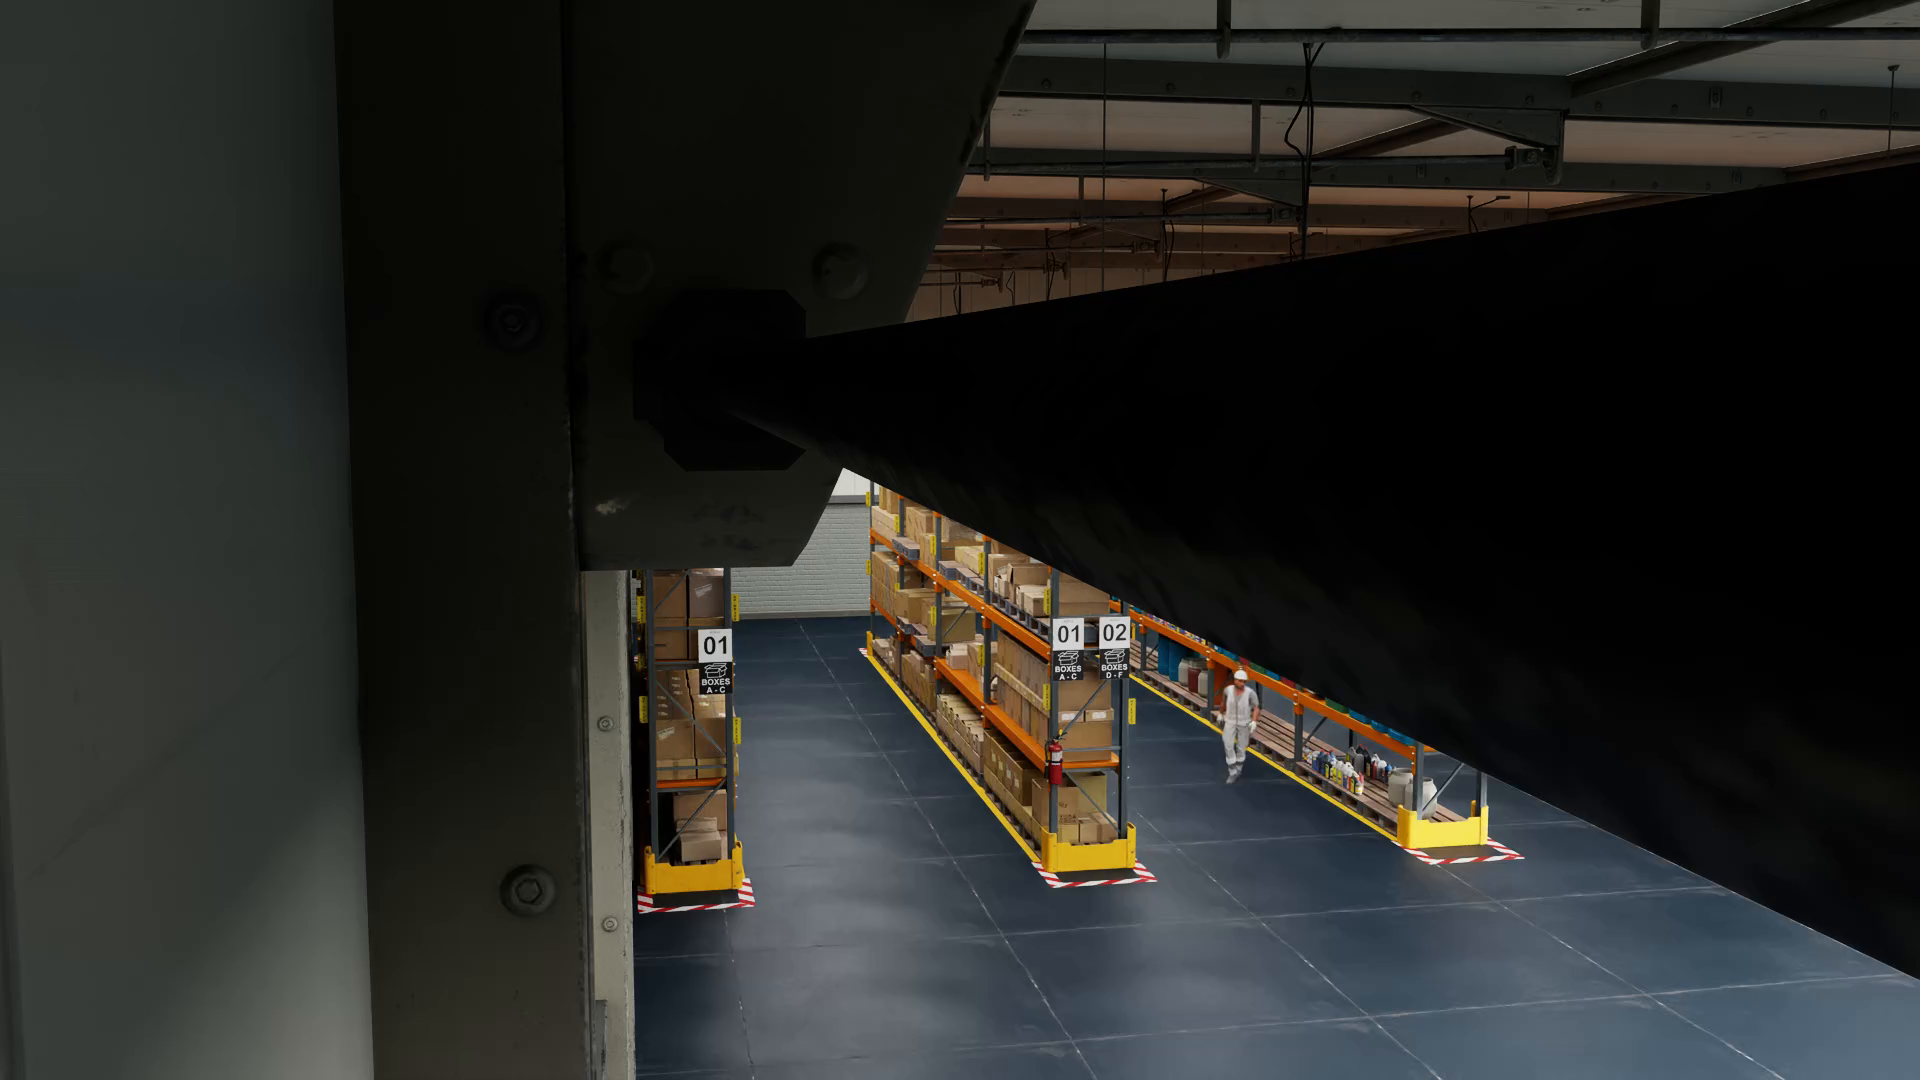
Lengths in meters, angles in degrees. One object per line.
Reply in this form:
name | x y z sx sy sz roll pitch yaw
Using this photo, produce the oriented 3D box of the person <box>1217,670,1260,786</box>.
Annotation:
person | 4.240 2.815 25.380 0.651 1.742 0.808 1 6 11
